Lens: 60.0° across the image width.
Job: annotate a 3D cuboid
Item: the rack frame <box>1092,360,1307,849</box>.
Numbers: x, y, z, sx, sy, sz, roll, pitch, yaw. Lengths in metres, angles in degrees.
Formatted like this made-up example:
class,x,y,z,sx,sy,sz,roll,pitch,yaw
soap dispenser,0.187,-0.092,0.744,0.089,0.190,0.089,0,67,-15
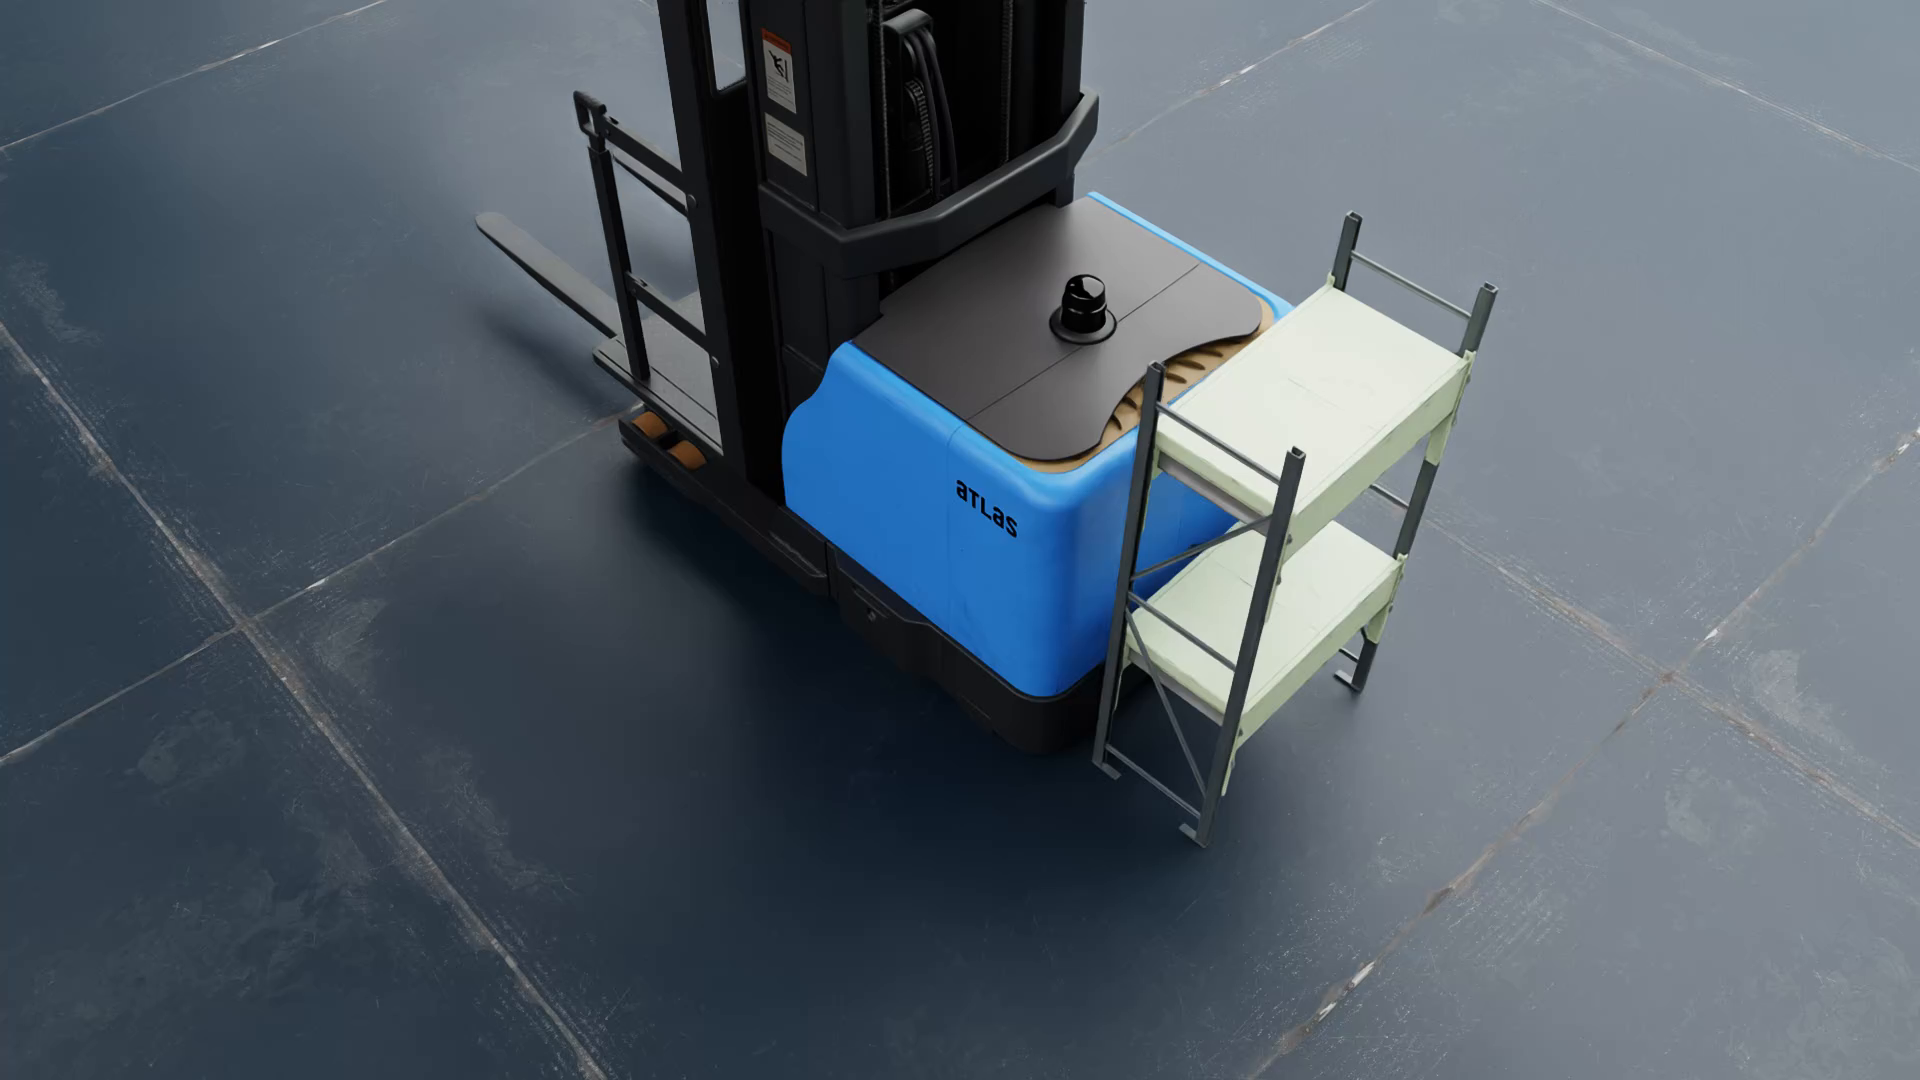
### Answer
class,x,y,z,sx,sy,sz,roll,pitch,yaw
rack frame,0.536,0.223,4.015,0.400,1.500,0.023,36,57,27

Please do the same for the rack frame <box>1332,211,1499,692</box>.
class,x,y,z,sx,sy,sz,roll,pitch,yaw
rack frame,1.041,-0.166,4.374,0.400,1.500,0.023,36,57,27

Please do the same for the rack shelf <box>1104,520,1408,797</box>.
class,x,y,z,sx,sy,sz,roll,pitch,yaw
rack shelf,0.782,0.245,4.438,0.431,0.370,0.720,36,57,27

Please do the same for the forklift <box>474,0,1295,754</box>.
class,x,y,z,sx,sy,sz,roll,pitch,yaw
forklift,-0.465,-1.385,4.534,1.130,2.935,3.031,-36,57,-28

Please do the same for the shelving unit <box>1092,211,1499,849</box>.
class,x,y,z,sx,sy,sz,roll,pitch,yaw
shelving unit,0.789,0.029,4.194,0.431,1.500,0.755,36,57,27

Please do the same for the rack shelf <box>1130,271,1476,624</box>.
class,x,y,z,sx,sy,sz,roll,pitch,yaw
rack shelf,0.797,-0.230,3.903,0.431,0.370,0.720,36,57,27
